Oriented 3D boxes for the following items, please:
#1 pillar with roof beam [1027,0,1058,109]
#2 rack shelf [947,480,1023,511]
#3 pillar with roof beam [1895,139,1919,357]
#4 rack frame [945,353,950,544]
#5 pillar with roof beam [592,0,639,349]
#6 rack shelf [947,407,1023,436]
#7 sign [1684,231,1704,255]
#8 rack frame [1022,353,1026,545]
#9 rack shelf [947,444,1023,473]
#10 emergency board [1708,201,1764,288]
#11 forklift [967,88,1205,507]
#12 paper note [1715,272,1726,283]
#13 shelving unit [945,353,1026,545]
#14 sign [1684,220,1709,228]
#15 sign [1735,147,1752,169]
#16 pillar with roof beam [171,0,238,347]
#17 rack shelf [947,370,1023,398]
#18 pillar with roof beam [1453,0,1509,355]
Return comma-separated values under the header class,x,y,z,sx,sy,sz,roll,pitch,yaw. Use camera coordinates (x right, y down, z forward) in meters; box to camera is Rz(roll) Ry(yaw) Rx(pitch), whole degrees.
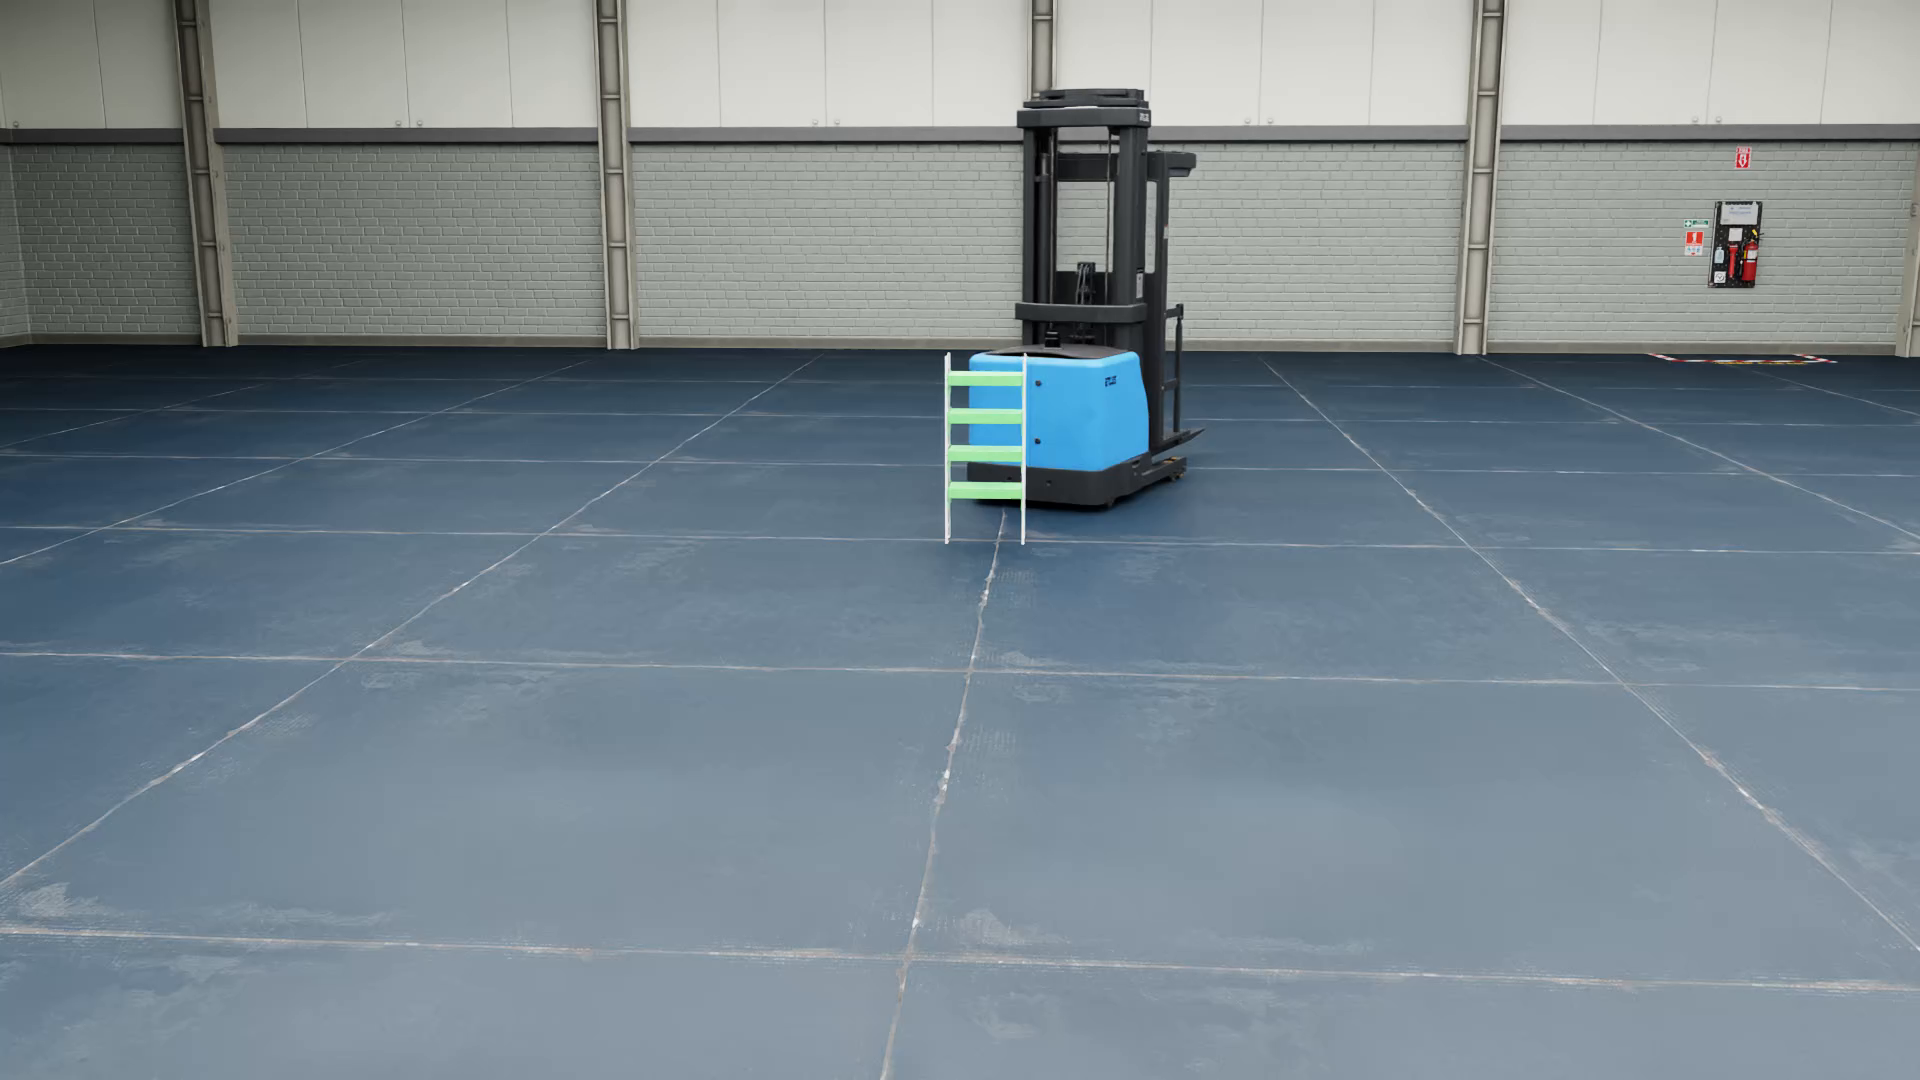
class,x,y,z,sx,sy,sz,roll,pitch,yaw
pillar with roof beam,0.840,-6.213,18.493,0.400,9.000,9.100,1,12,4
rack shelf,0.165,-0.288,10.697,0.480,0.148,0.258,1,12,4
pillar with roof beam,12.813,-6.049,17.708,0.400,9.000,9.100,1,12,4
rack frame,-0.078,-0.588,10.650,0.015,1.200,0.240,1,12,4
pillar with roof beam,-5.147,-6.295,18.886,0.400,9.000,9.100,1,12,4
rack shelf,0.165,-0.757,10.598,0.480,0.148,0.258,1,12,4
sign,10.093,-4.080,22.859,0.234,0.329,0.001,1,12,4
rack frame,0.409,-0.582,10.618,0.015,1.200,0.240,1,12,4
rack shelf,0.165,-0.522,10.647,0.480,0.148,0.258,1,12,4
emergency board,10.638,-4.034,22.726,0.643,1.169,0.194,1,12,4
forklift,1.141,-1.924,12.806,1.130,2.935,3.031,6,13,25
paper note,10.466,-3.619,22.895,0.142,0.148,0.016,1,12,4
shelving unit,0.165,-0.585,10.634,0.503,1.200,0.258,1,12,4
sign,10.097,-4.337,22.796,0.331,0.109,0.001,1,12,4
sign,10.636,-5.189,22.586,0.199,0.298,0.001,1,12,4
pillar with roof beam,-11.133,-6.378,19.278,0.400,9.000,9.100,1,12,4
rack shelf,0.165,-0.992,10.549,0.480,0.148,0.258,1,12,4
pillar with roof beam,6.827,-6.131,18.101,0.400,9.000,9.100,1,12,4
